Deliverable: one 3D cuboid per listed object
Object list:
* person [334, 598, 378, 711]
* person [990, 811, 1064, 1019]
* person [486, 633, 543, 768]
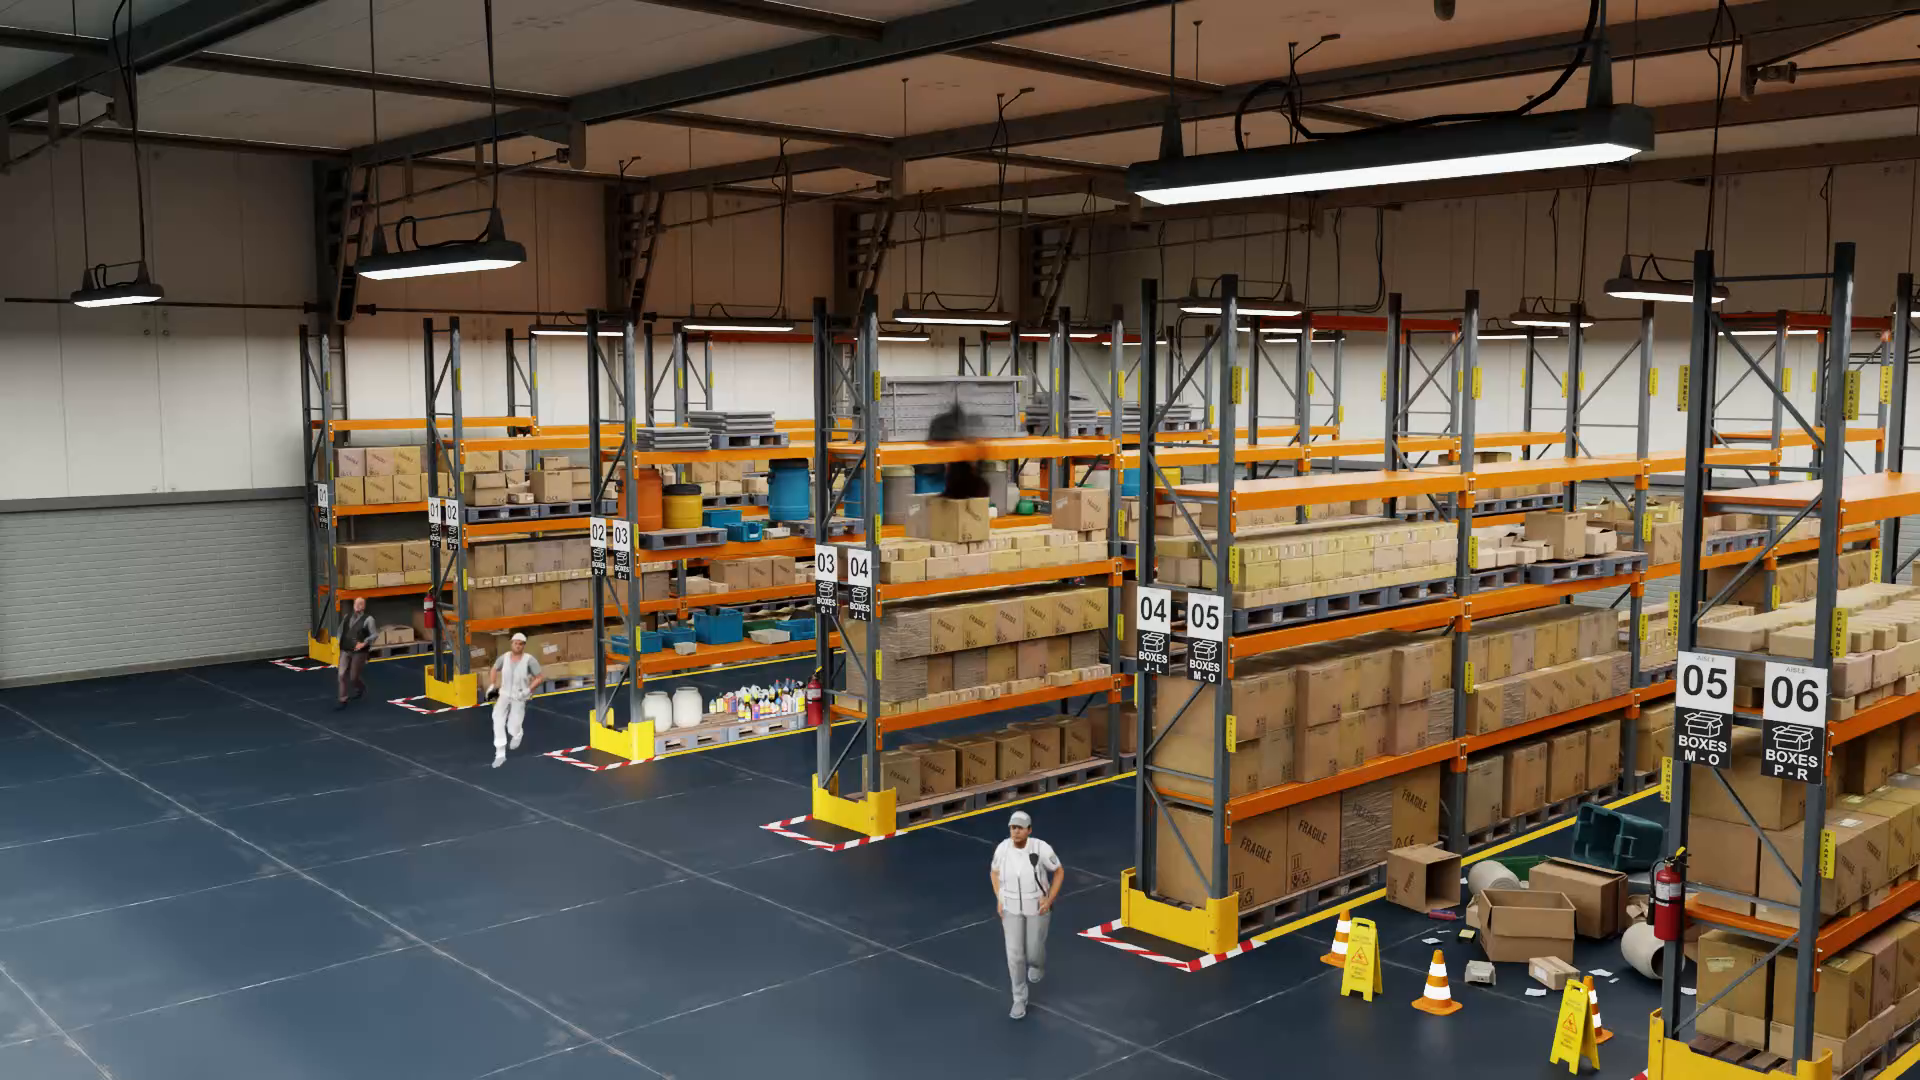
[{"bbox_3d":[-9.336,1.744,25.678,0.702,1.701,0.766,1,6,7],"label":"person"},{"bbox_3d":[0.547,2.997,13.558,0.608,1.659,0.641,1,6,13],"label":"person"},{"bbox_3d":[-5.899,2.095,22.065,0.720,1.756,0.744,0,6,3],"label":"person"}]
